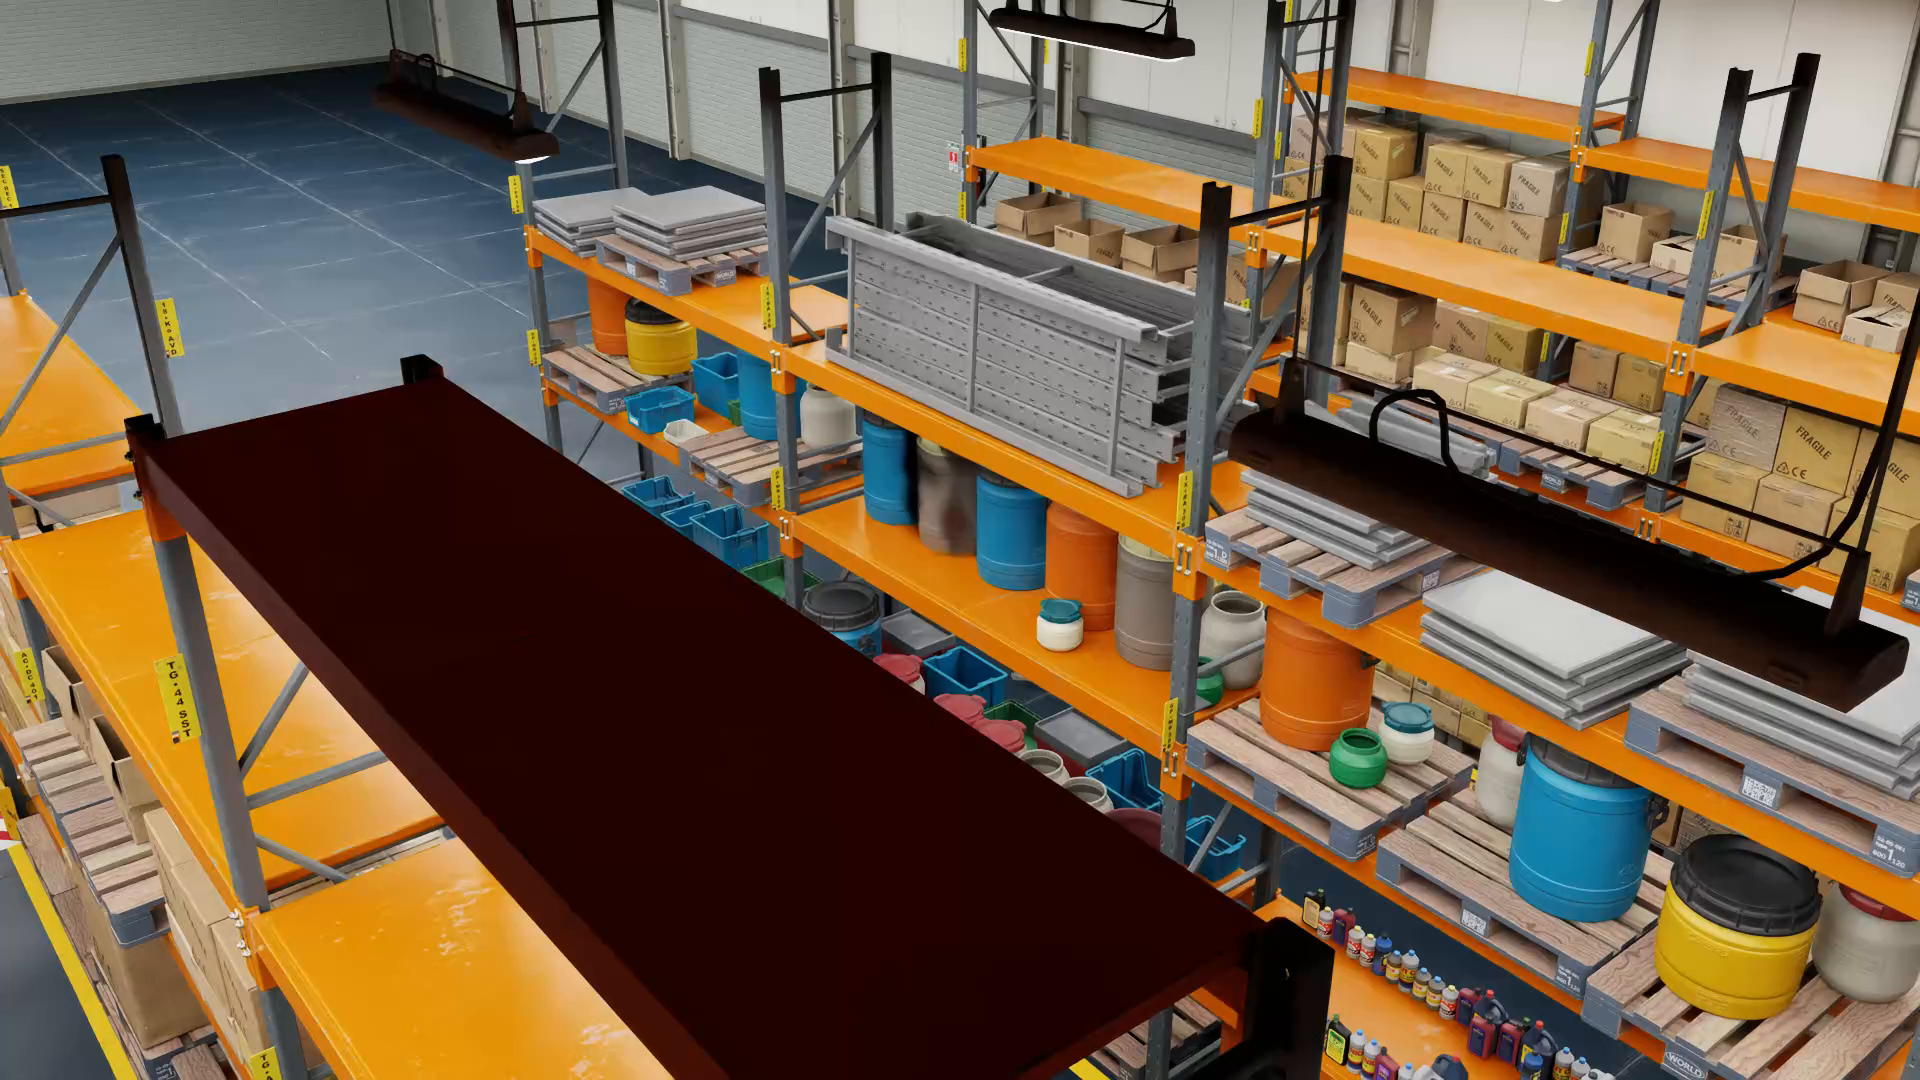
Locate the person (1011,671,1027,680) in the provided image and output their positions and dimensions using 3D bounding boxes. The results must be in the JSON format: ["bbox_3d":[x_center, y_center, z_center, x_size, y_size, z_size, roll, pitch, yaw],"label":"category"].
[{"bbox_3d":[0.555,0.594,15.373,0.818,1.482,0.640,8,27,16],"label":"person"}]
